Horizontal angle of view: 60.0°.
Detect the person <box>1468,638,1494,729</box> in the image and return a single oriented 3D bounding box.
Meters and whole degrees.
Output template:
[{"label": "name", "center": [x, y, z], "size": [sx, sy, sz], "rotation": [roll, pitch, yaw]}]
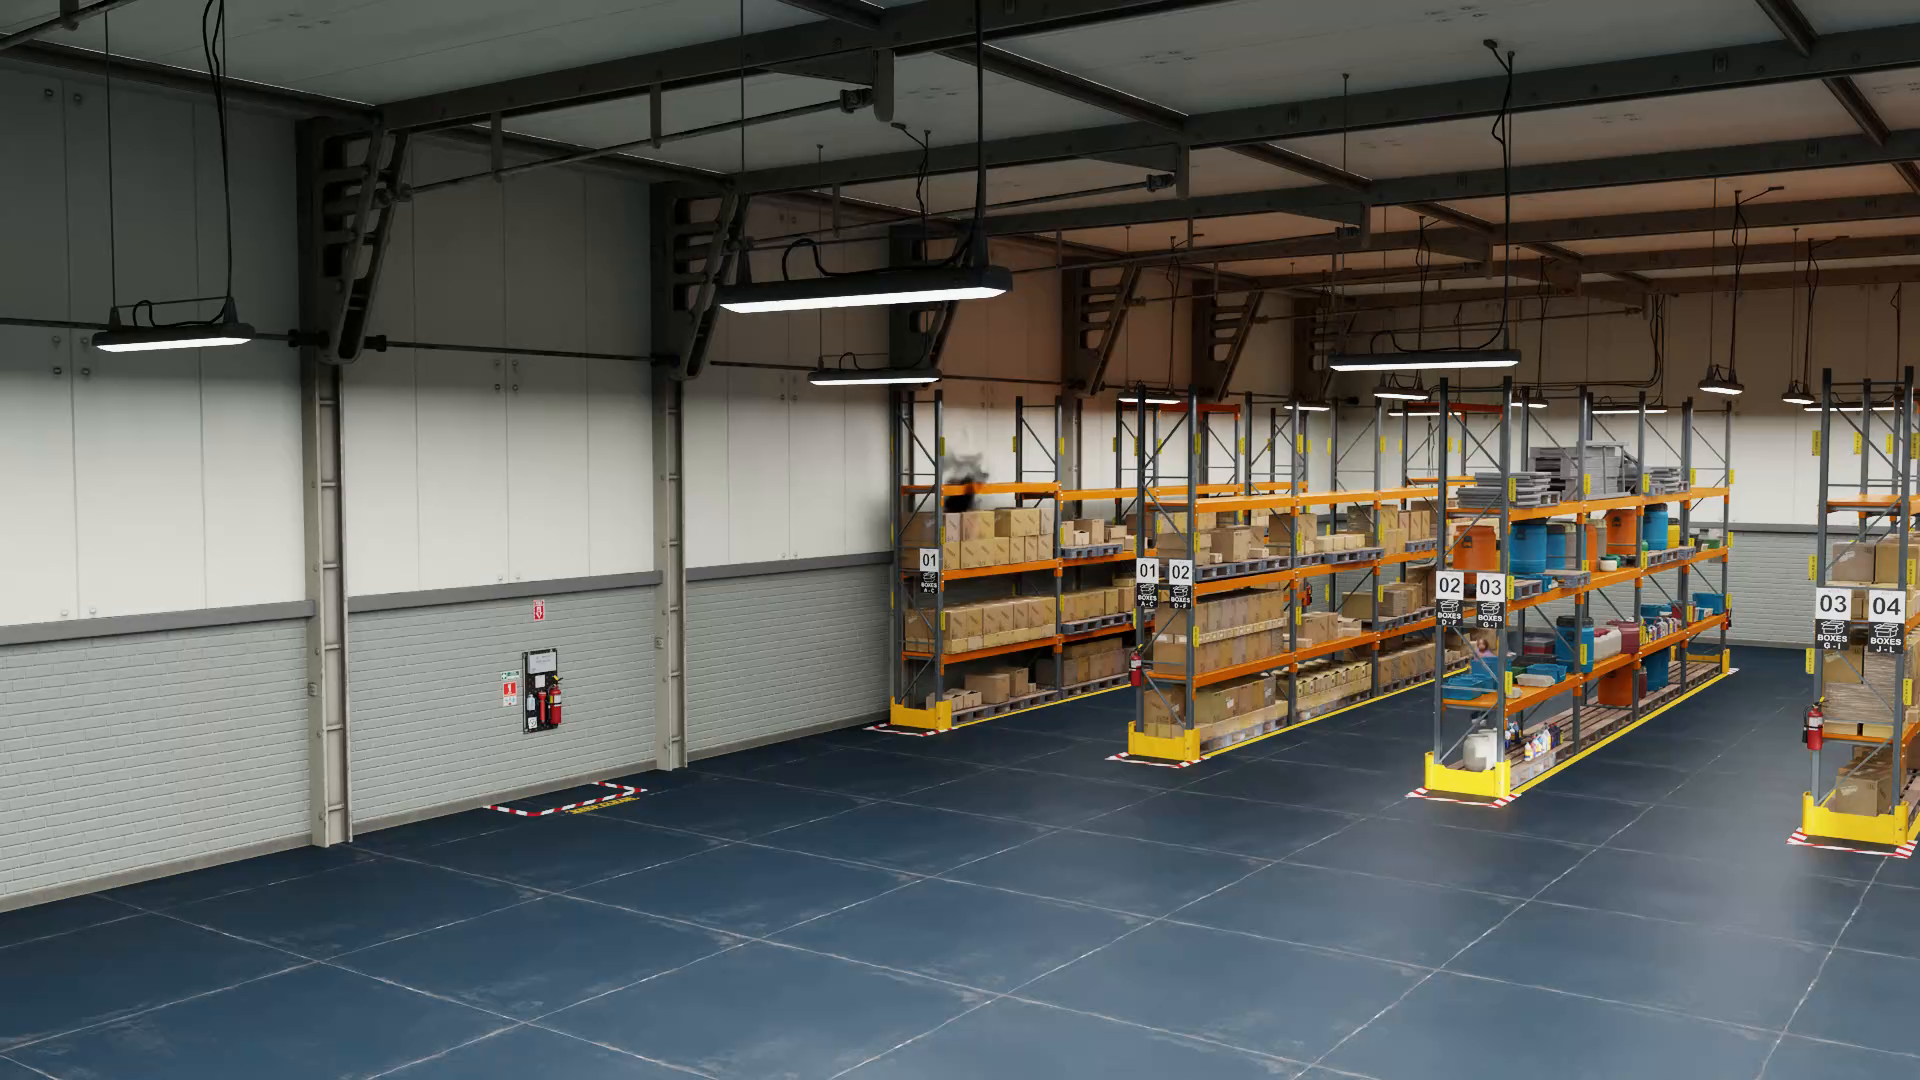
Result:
[{"label": "person", "center": [9.248, 2.537, 29.537], "size": [0.515, 1.622, 0.663], "rotation": [2, 4, 27]}]
